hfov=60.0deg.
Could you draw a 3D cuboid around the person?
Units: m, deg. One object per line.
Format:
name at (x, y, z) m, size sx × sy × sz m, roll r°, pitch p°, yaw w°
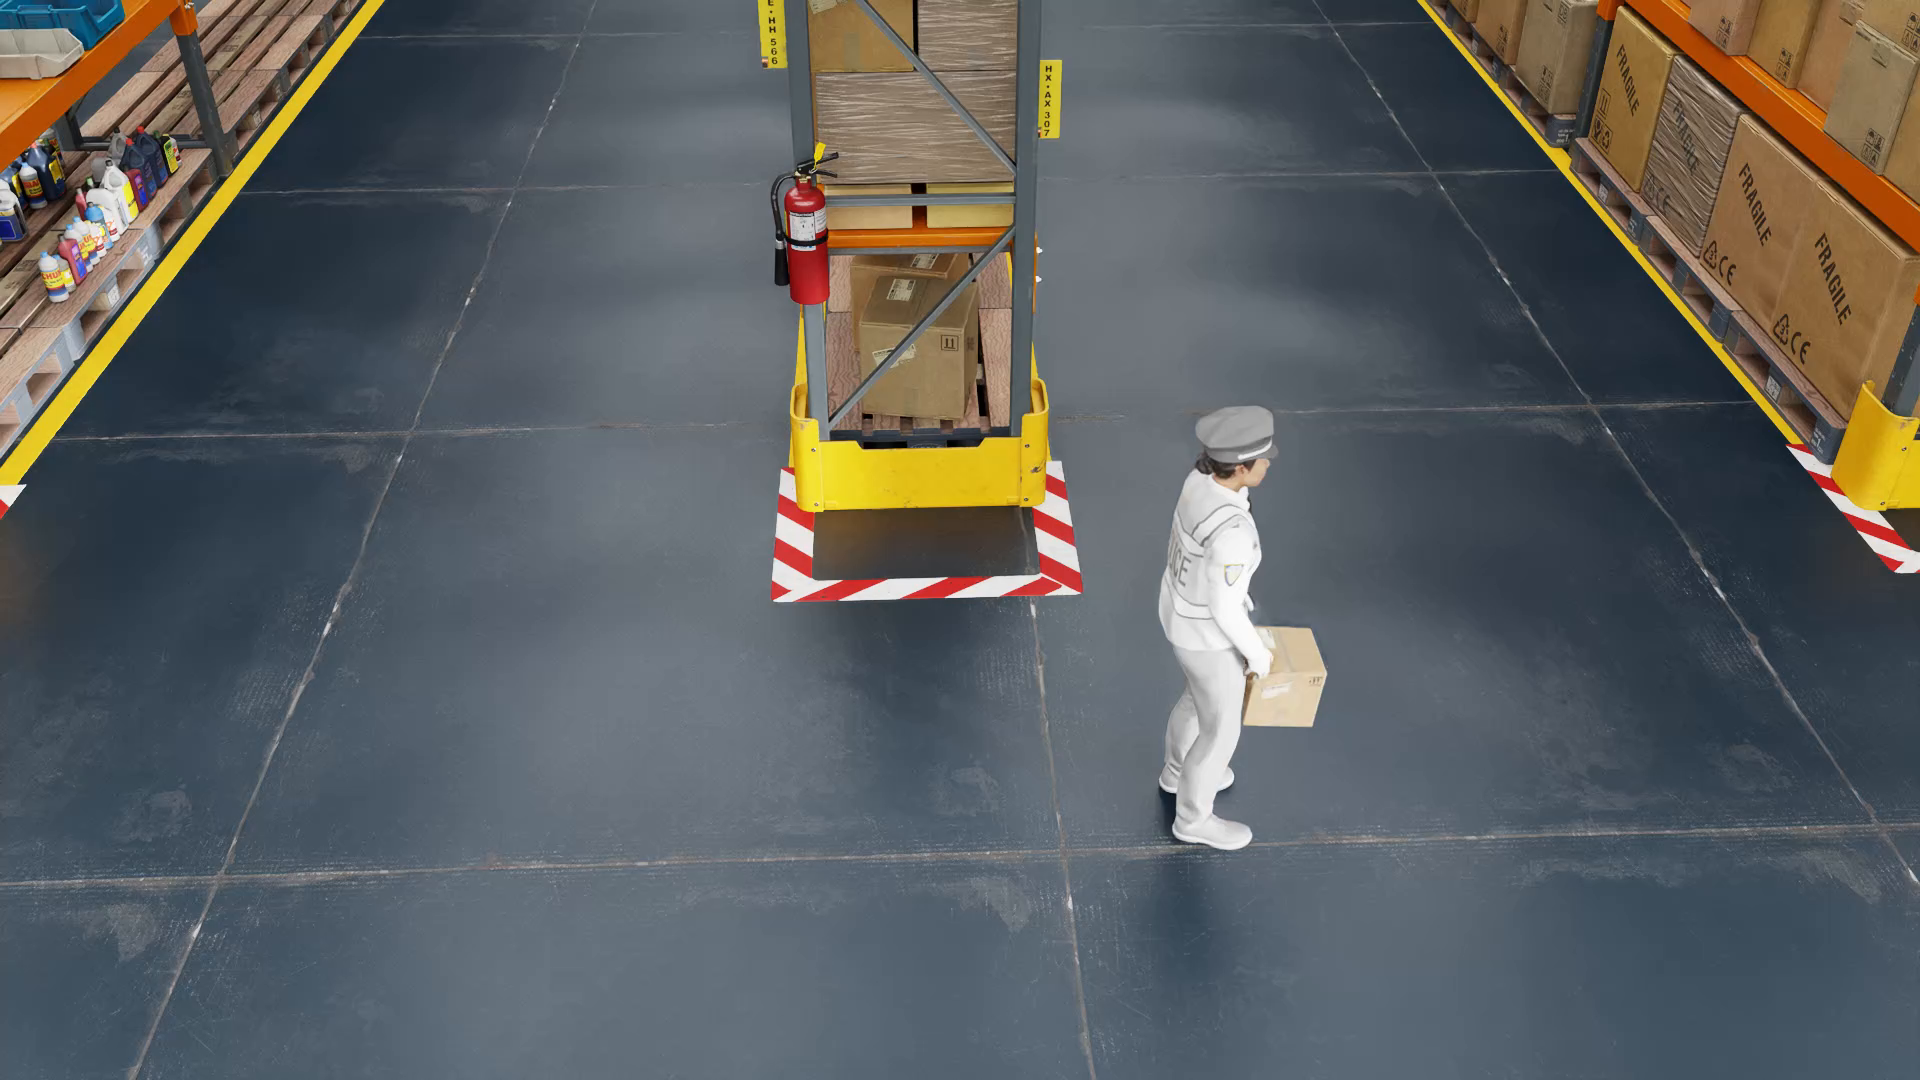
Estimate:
person at (0.867, 0.300, 5.710) m, size 0.360 × 1.676 × 0.505 m, roll -2°, pitch 36°, yaw -3°
